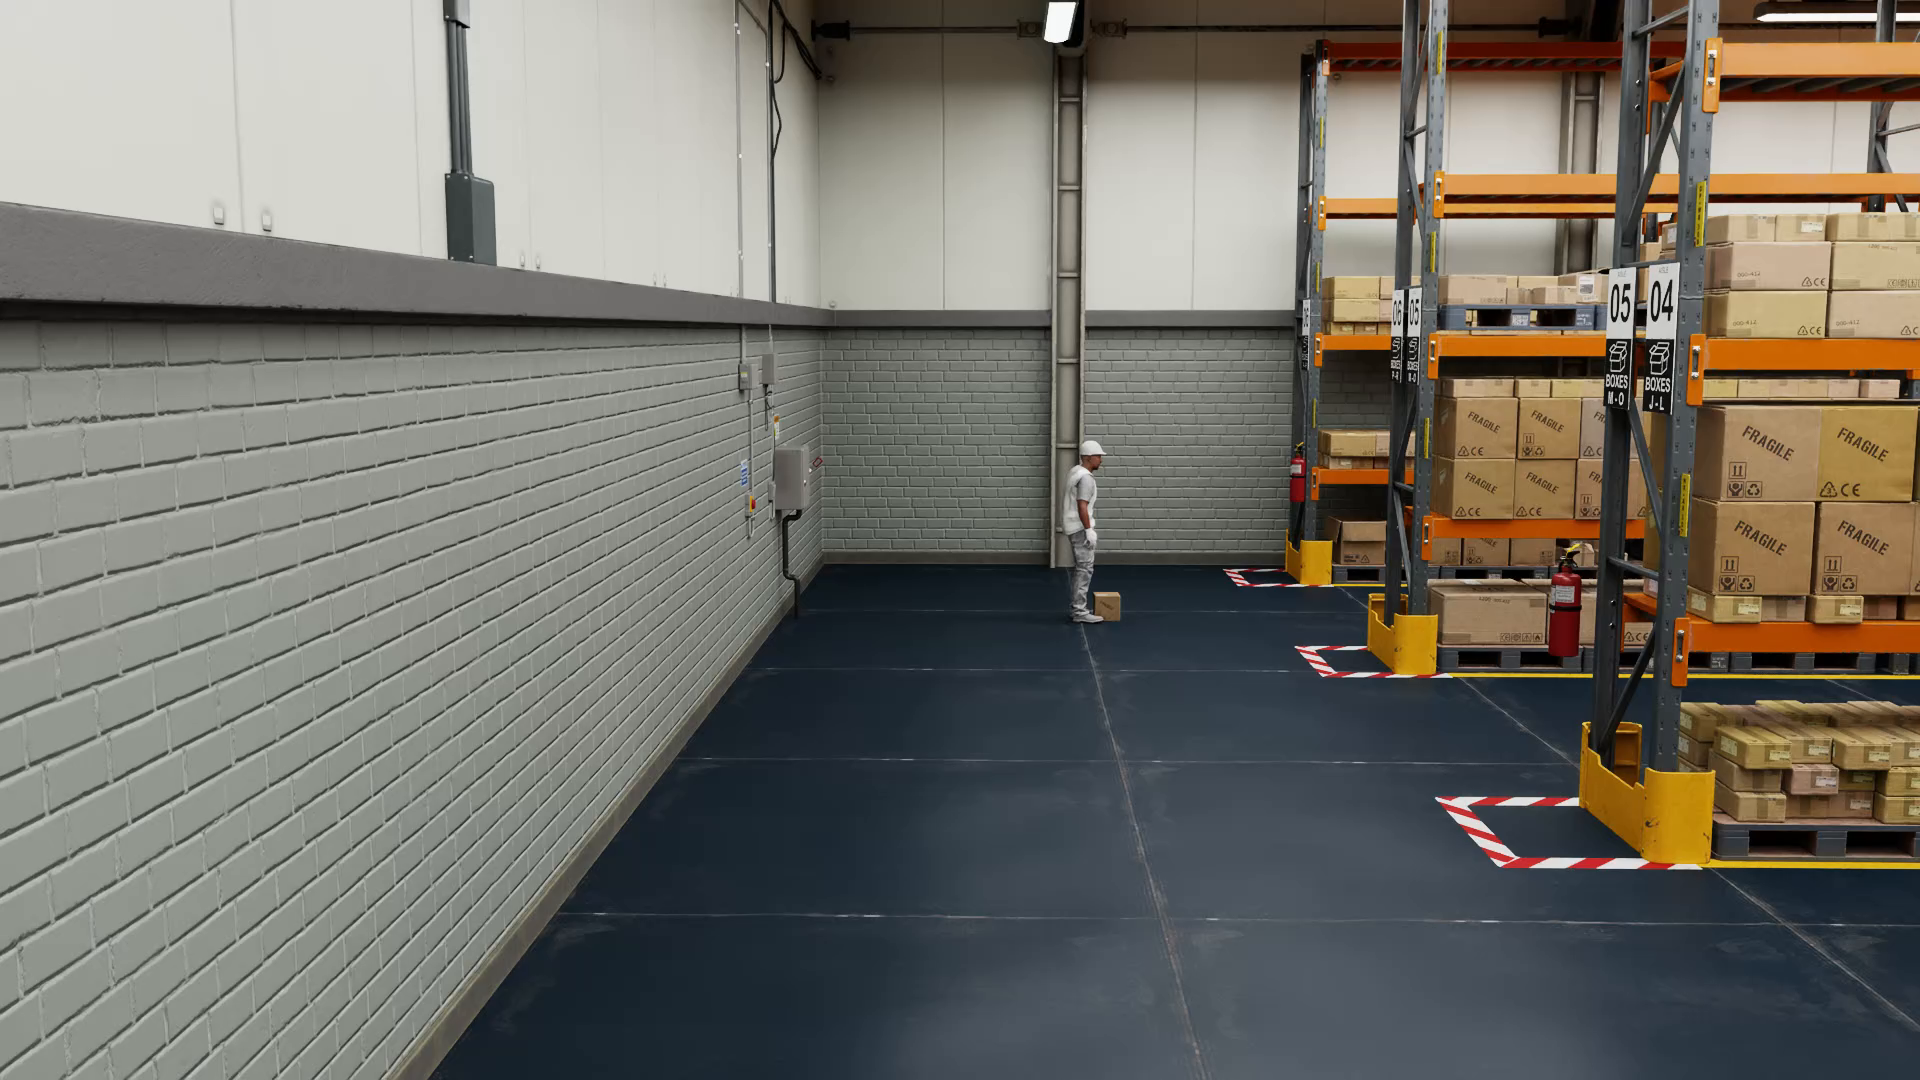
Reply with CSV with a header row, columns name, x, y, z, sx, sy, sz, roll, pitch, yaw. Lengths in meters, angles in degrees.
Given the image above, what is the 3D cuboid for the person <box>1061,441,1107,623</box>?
name,x,y,z,sx,sy,sz,roll,pitch,yaw
person,1.229,-0.094,16.466,0.443,1.776,0.630,0,7,-2
